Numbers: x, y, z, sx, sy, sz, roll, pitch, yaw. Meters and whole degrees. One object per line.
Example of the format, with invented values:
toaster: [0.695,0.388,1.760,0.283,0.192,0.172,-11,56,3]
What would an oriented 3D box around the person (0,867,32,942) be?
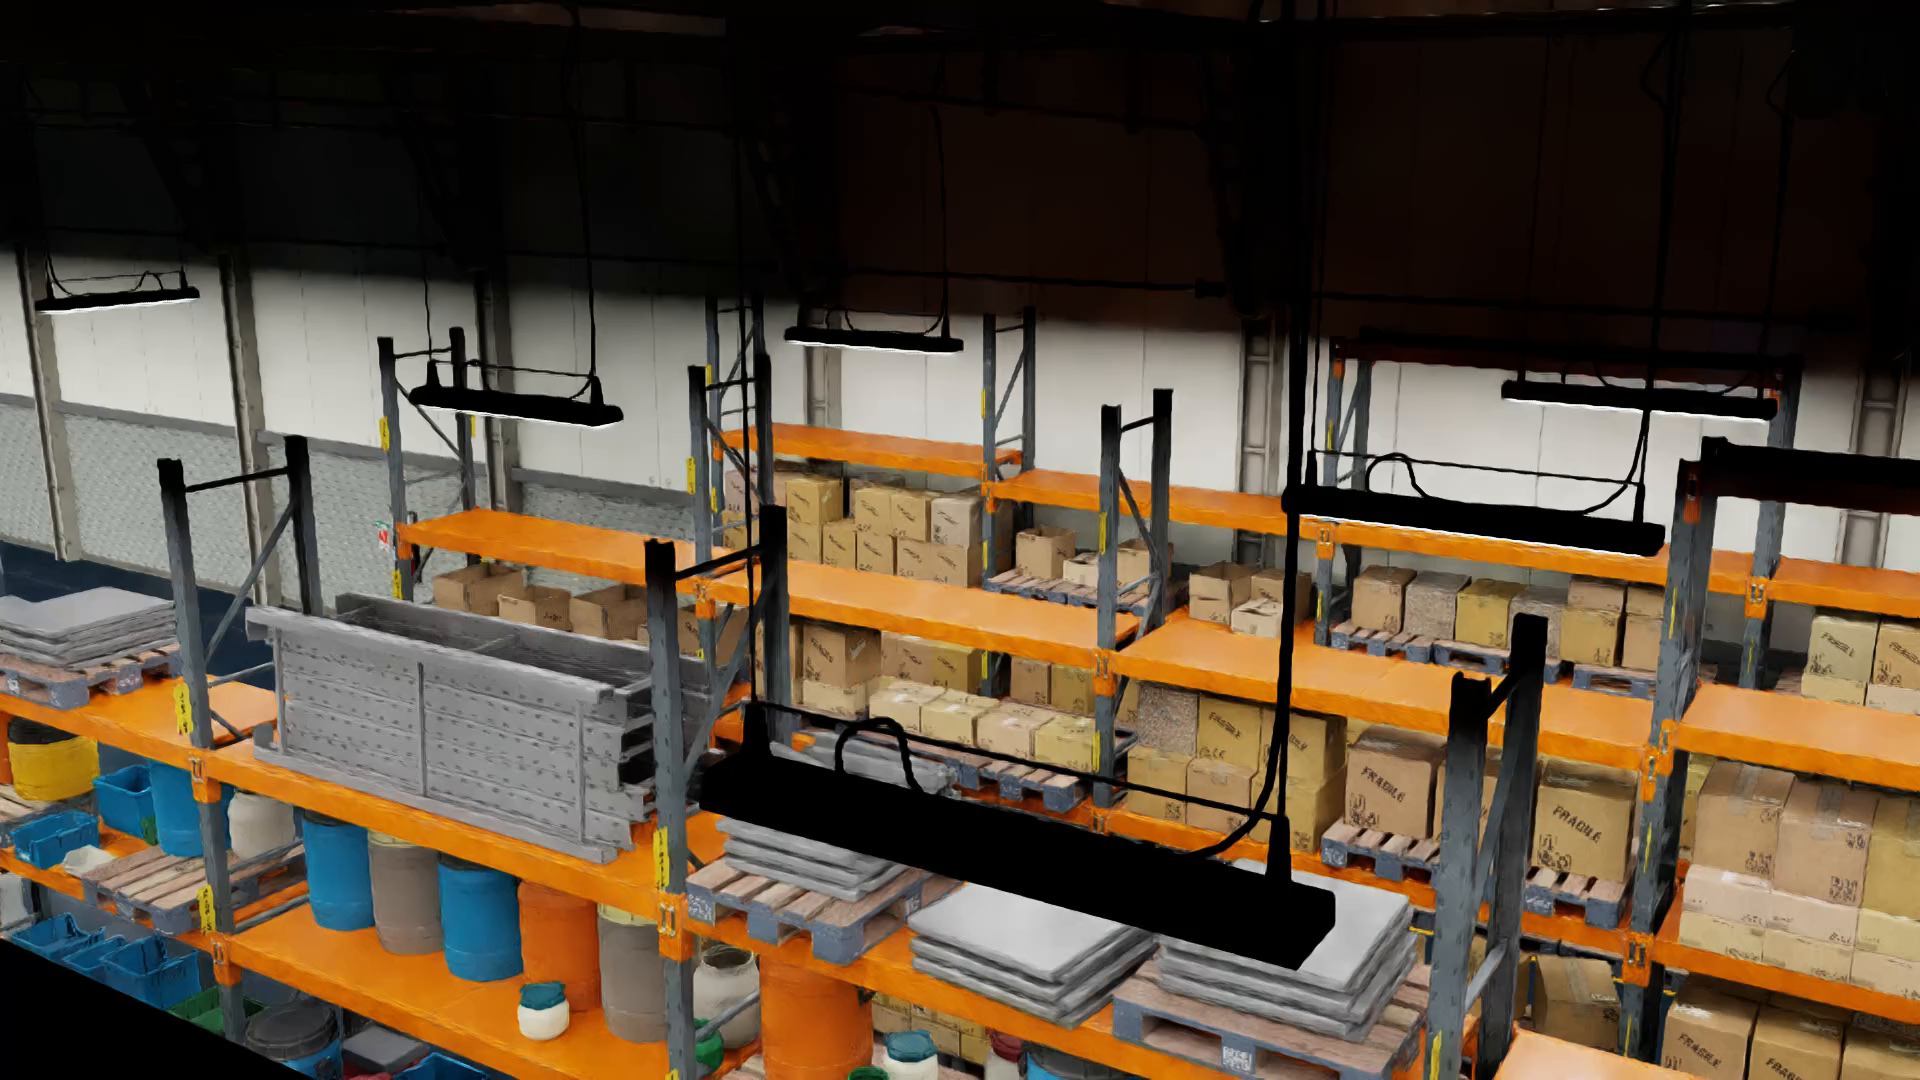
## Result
person: [-8.821,3.571,15.405,1.018,1.604,0.444,6,15,23]
